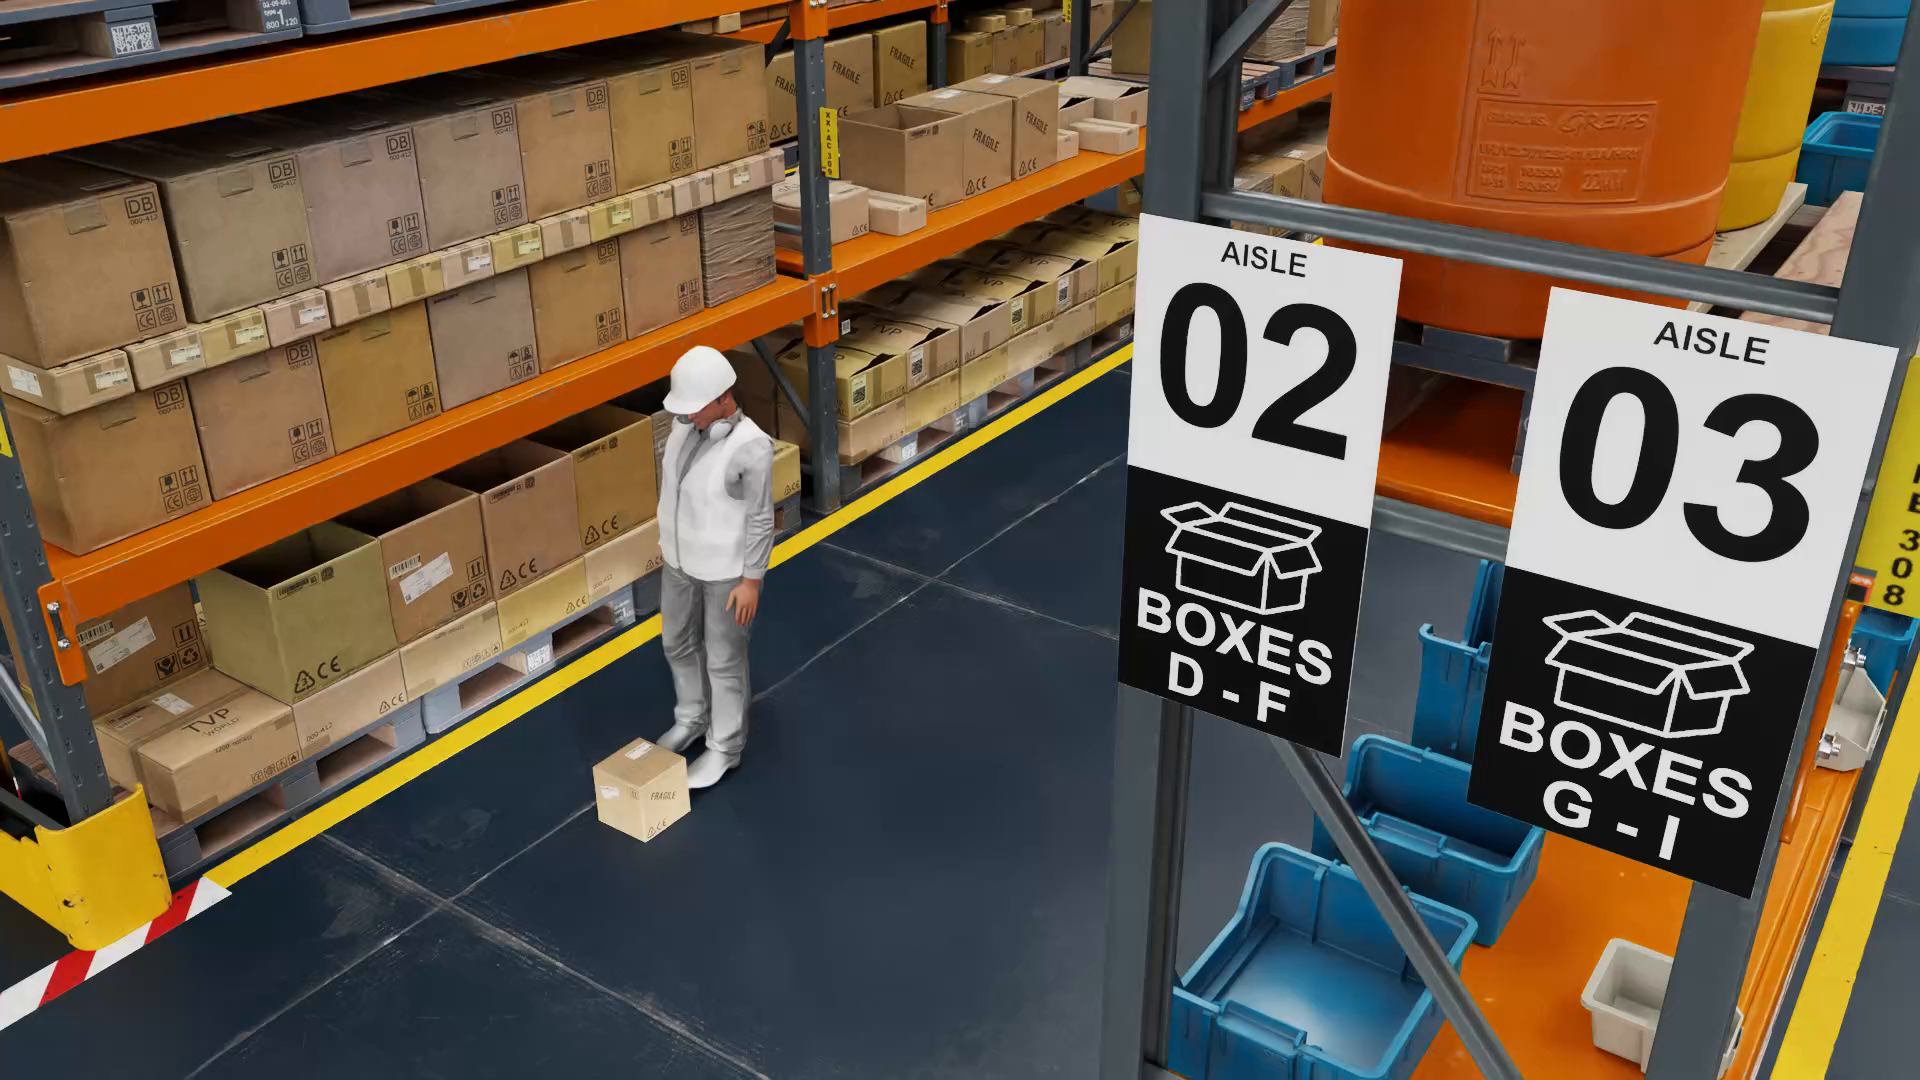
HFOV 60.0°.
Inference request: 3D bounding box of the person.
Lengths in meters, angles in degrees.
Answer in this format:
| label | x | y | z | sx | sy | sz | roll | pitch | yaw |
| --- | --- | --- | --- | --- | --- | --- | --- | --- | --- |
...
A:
| label | x | y | z | sx | sy | sz | roll | pitch | yaw |
| --- | --- | --- | --- | --- | --- | --- | --- | --- | --- |
| person | -1.012 | 0.112 | 6.383 | 0.532 | 1.819 | 0.471 | 20 | 33 | 35 |
